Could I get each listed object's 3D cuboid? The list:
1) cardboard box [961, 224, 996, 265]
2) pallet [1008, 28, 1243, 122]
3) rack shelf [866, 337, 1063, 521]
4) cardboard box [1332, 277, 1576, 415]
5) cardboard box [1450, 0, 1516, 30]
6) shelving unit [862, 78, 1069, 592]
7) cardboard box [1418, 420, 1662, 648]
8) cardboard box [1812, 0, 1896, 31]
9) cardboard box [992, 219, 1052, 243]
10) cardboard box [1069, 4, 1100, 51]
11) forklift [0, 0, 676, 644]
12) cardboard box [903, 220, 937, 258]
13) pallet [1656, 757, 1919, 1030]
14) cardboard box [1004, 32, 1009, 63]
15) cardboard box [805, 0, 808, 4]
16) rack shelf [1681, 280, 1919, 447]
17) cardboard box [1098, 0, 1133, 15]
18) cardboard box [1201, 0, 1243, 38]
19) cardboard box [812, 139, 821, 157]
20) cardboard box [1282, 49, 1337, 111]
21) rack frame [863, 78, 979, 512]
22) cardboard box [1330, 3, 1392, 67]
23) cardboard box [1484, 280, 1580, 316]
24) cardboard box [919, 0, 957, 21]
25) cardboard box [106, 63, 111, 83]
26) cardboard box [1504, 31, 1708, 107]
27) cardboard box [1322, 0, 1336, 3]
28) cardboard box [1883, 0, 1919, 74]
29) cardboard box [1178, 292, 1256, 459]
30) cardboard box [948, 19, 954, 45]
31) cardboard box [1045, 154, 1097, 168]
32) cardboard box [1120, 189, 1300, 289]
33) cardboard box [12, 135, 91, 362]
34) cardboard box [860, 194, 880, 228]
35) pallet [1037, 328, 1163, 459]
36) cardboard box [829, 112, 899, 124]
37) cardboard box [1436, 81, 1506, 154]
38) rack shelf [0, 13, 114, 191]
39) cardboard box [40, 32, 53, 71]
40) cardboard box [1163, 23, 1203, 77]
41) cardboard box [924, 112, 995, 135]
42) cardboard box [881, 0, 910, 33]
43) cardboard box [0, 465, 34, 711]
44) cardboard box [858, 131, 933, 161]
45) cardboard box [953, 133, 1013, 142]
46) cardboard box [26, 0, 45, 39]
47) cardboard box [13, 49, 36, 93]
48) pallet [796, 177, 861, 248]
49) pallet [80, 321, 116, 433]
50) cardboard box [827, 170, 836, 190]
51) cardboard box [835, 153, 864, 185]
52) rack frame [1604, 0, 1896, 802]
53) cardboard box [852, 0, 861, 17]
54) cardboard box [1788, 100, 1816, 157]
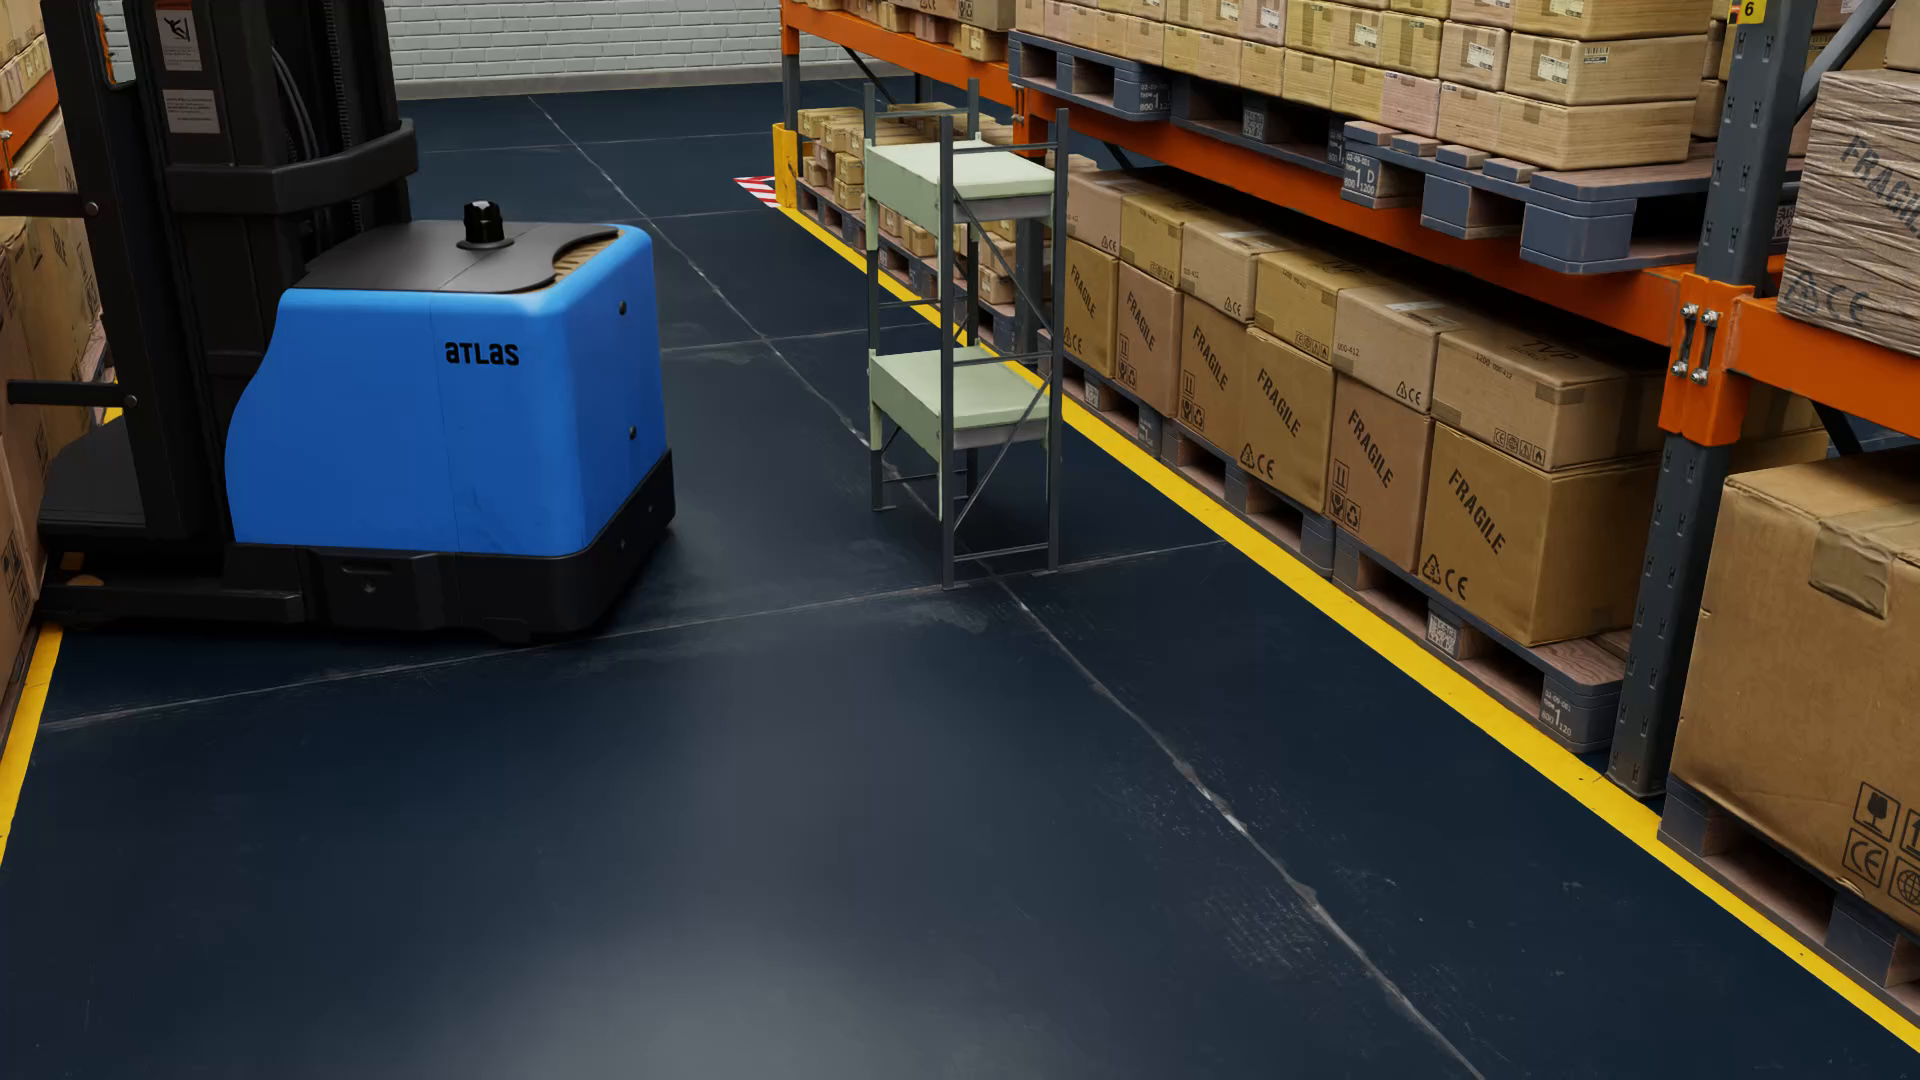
[{"bbox_3d":[0.224,-1.451,8.078,0.380,0.149,0.250,-10,25,-22],"label":"cardboard box"},{"bbox_3d":[0.874,-1.881,6.598,1.003,0.211,1.213,-8,24,-19],"label":"pallet"},{"bbox_3d":[0.002,-0.388,5.580,0.431,0.370,0.720,-8,24,-19],"label":"rack shelf"},{"bbox_3d":[1.478,-0.595,5.013,0.500,0.250,0.500,-8,24,-18],"label":"cardboard box"},{"bbox_3d":[1.464,-1.372,4.161,0.380,0.149,0.250,-9,24,-20],"label":"cardboard box"},{"bbox_3d":[0.002,-0.689,5.453,0.431,1.500,0.755,-8,24,-19],"label":"shelving unit"},{"bbox_3d":[1.676,-0.059,4.705,0.500,0.500,0.500,-8,24,-19],"label":"cardboard box"},{"bbox_3d":[2.170,-1.362,4.135,0.380,0.149,0.250,-8,24,-19],"label":"cardboard box"},{"bbox_3d":[0.371,-1.515,7.845,0.380,0.149,0.250,-8,24,-17],"label":"cardboard box"},{"bbox_3d":[0.637,-1.947,6.291,0.380,0.149,0.250,-8,24,-19],"label":"cardboard box"},{"bbox_3d":[-2.541,-1.274,4.999,3.031,2.935,1.130,3,23,6],"label":"forklift"},{"bbox_3d":[-0.083,-1.619,8.858,0.380,0.149,0.250,-8,24,-19],"label":"cardboard box"},{"bbox_3d":[2.361,0.768,3.656,1.003,0.211,1.213,-8,24,-19],"label":"pallet"},{"bbox_3d":[0.420,-2.223,7.486,0.380,0.149,0.250,-9,24,-20],"label":"cardboard box"},{"bbox_3d":[-0.737,-3.355,10.172,0.380,0.149,0.250,-7,24,-17],"label":"cardboard box"},{"bbox_3d":[2.860,0.245,2.234,1.077,0.370,4.000,-8,24,-19],"label":"rack shelf"},{"bbox_3d":[0.726,-1.994,6.018,0.380,0.149,0.250,-9,25,-21],"label":"cardboard box"},{"bbox_3d":[1.003,-1.708,5.339,0.380,0.149,0.250,-9,24,-20],"label":"cardboard box"},{"bbox_3d":[-0.728,-2.512,10.594,0.380,0.149,0.250,-7,24,-17],"label":"cardboard box"},{"bbox_3d":[1.190,-1.380,4.945,0.380,0.149,0.250,-9,25,-21],"label":"cardboard box"},{"bbox_3d":[-0.127,-0.822,5.768,0.400,1.500,0.023,-8,24,-19],"label":"rack frame"},{"bbox_3d":[1.273,-1.428,4.677,0.380,0.149,0.250,-8,24,-19],"label":"cardboard box"},{"bbox_3d":[1.957,-0.669,5.187,0.500,0.250,0.500,-9,24,-20],"label":"cardboard box"},{"bbox_3d":[0.123,-2.776,7.963,0.500,0.500,0.500,-9,24,-20],"label":"cardboard box"},{"bbox_3d":[-5.048,-2.069,8.993,0.875,0.875,0.875,-8,24,-19],"label":"cardboard box"},{"bbox_3d":[1.553,-1.145,4.005,0.380,0.149,0.250,-8,24,-18],"label":"cardboard box"},{"bbox_3d":[1.194,-1.652,4.825,0.380,0.149,0.250,-8,24,-19],"label":"cardboard box"},{"bbox_3d":[2.302,-1.156,3.214,0.700,0.500,0.500,-8,24,-19],"label":"cardboard box"},{"bbox_3d":[1.139,-0.623,6.044,0.500,0.500,0.500,-8,24,-18],"label":"cardboard box"},{"bbox_3d":[0.162,-2.510,8.166,0.380,0.149,0.250,-9,24,-20],"label":"cardboard box"},{"bbox_3d":[0.508,-1.963,8.910,0.380,0.149,0.250,-8,24,-18],"label":"cardboard box"},{"bbox_3d":[0.944,-1.156,6.344,0.500,0.250,0.500,-8,24,-18],"label":"cardboard box"},{"bbox_3d":[-4.094,-1.088,6.665,0.875,0.875,0.875,-8,24,-19],"label":"cardboard box"},{"bbox_3d":[-0.351,-1.903,9.532,0.380,0.149,0.250,-10,25,-22],"label":"cardboard box"},{"bbox_3d":[1.016,-0.699,7.138,1.003,0.211,1.213,-8,24,-19],"label":"pallet"},{"bbox_3d":[-0.596,-2.554,10.311,0.380,0.149,0.250,-8,24,-18],"label":"cardboard box"},{"bbox_3d":[1.463,-1.098,4.276,0.380,0.149,0.250,-8,24,-19],"label":"cardboard box"},{"bbox_3d":[-4.642,-2.018,7.603,1.077,0.370,4.000,-8,24,-19],"label":"rack shelf"},{"bbox_3d":[-4.188,-2.131,7.268,0.380,0.149,0.250,-8,24,-18],"label":"cardboard box"},{"bbox_3d":[0.915,-1.665,5.621,0.380,0.149,0.250,-9,24,-20],"label":"cardboard box"},{"bbox_3d":[-0.004,-2.541,10.280,0.380,0.149,0.250,-9,24,-20],"label":"cardboard box"},{"bbox_3d":[-0.199,-2.781,8.810,0.380,0.149,0.250,-8,24,-18],"label":"cardboard box"},{"bbox_3d":[-3.055,0.037,3.995,1.225,0.875,0.875,-8,24,-19],"label":"cardboard box"},{"bbox_3d":[-0.372,-2.264,9.623,0.380,0.149,0.250,-7,24,-17],"label":"cardboard box"},{"bbox_3d":[0.165,-2.237,9.560,0.380,0.149,0.250,-9,25,-21],"label":"cardboard box"},{"bbox_3d":[-4.216,-2.267,7.076,0.500,0.250,0.500,-8,24,-18],"label":"cardboard box"},{"bbox_3d":[-3.916,-1.852,6.605,0.380,0.149,0.250,-8,24,-17],"label":"cardboard box"},{"bbox_3d":[-0.392,-2.108,10.479,1.003,0.211,1.213,-8,24,-19],"label":"pallet"},{"bbox_3d":[-4.131,-0.625,6.962,1.003,0.211,1.213,-8,24,-19],"label":"pallet"},{"bbox_3d":[-0.618,-2.282,10.432,0.380,0.149,0.250,-8,24,-19],"label":"cardboard box"},{"bbox_3d":[-0.526,-2.220,9.901,0.380,0.149,0.250,-8,24,-17],"label":"cardboard box"},{"bbox_3d":[2.153,-0.814,3.818,1.000,3.000,0.127,-8,24,-19],"label":"rack frame"},{"bbox_3d":[-0.399,-3.073,9.502,0.380,0.149,0.250,-9,24,-20],"label":"cardboard box"},{"bbox_3d":[2.184,-1.082,4.237,0.380,0.149,0.250,-9,24,-20],"label":"cardboard box"}]
